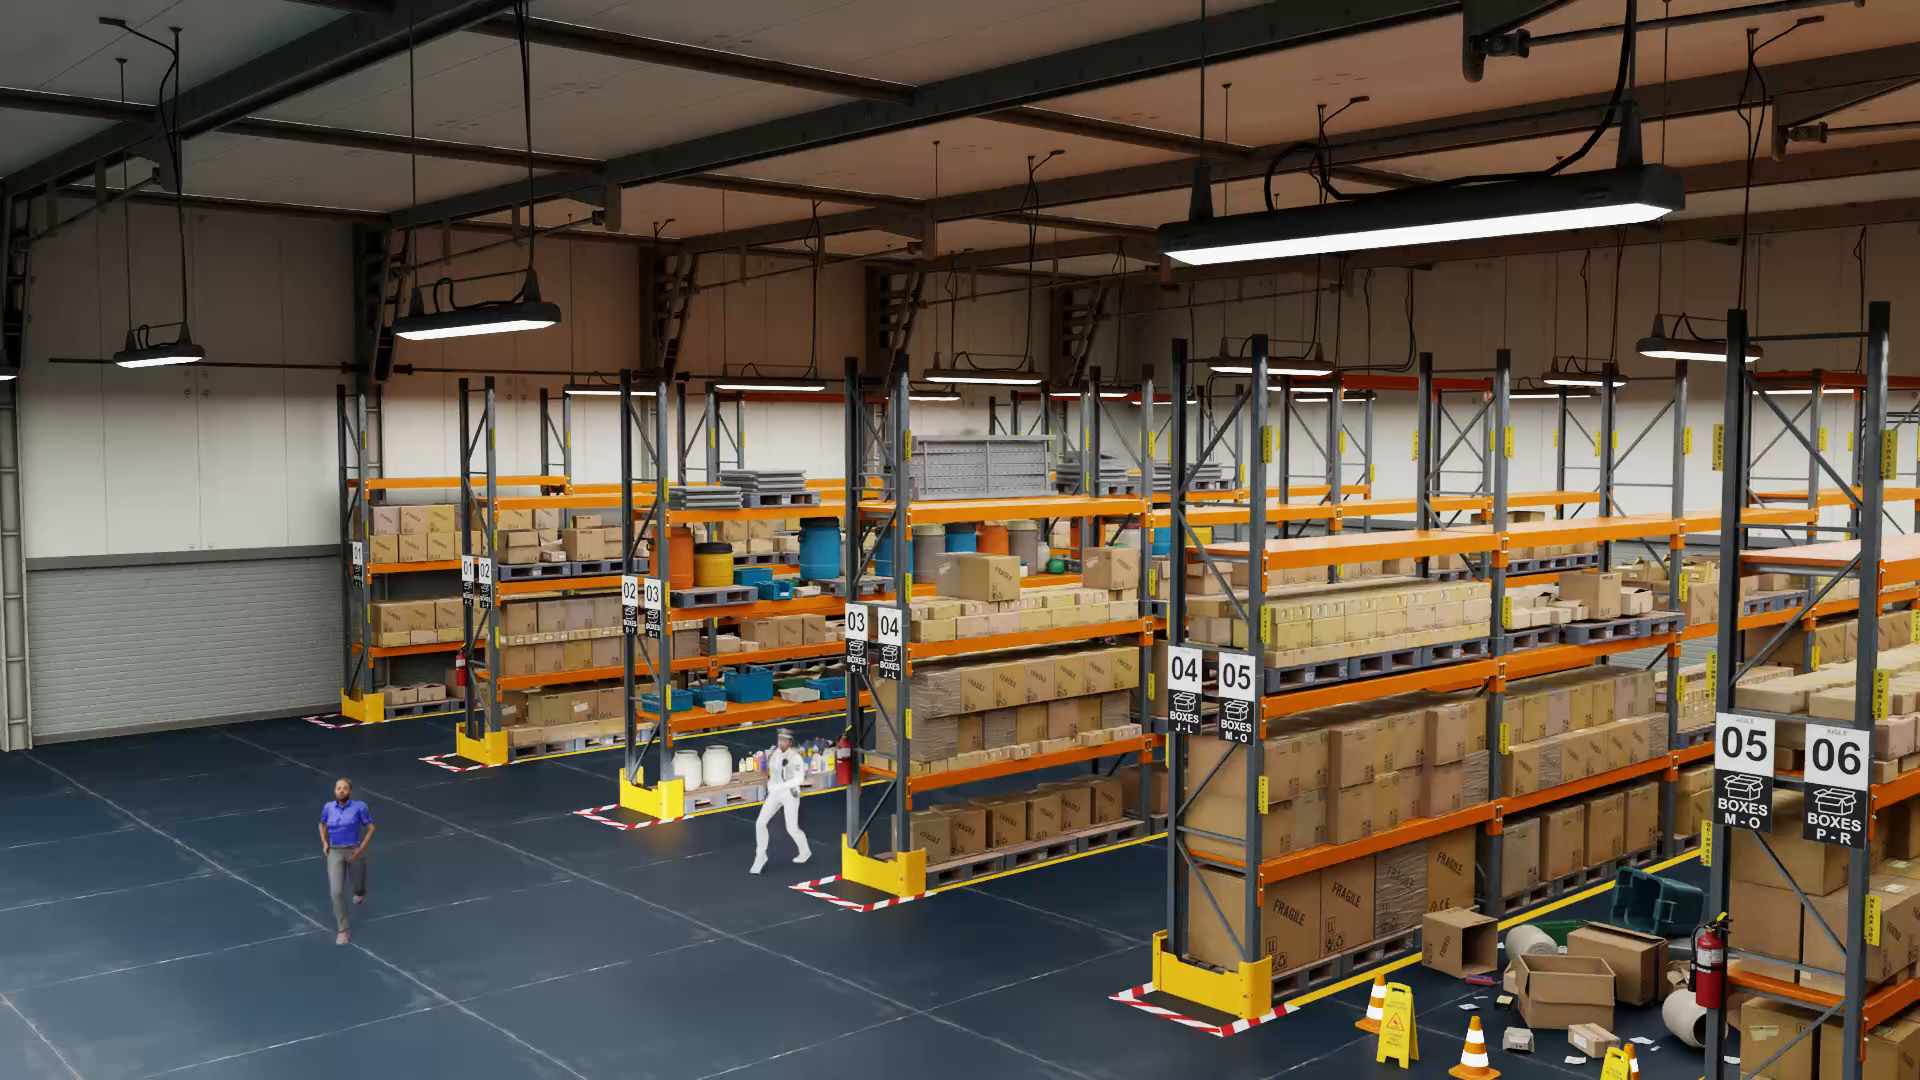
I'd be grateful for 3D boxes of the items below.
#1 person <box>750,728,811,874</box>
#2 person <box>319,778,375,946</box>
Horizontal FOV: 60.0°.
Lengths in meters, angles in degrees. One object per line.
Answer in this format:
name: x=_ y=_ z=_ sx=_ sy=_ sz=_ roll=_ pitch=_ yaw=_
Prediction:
person: x=-2.060 y=3.049 z=19.559 sx=0.615 sy=1.724 sz=0.783 roll=3 pitch=5 yaw=38
person: x=-6.305 y=3.257 z=17.117 sx=0.544 sy=1.643 sz=0.968 roll=-1 pitch=4 yaw=-16
